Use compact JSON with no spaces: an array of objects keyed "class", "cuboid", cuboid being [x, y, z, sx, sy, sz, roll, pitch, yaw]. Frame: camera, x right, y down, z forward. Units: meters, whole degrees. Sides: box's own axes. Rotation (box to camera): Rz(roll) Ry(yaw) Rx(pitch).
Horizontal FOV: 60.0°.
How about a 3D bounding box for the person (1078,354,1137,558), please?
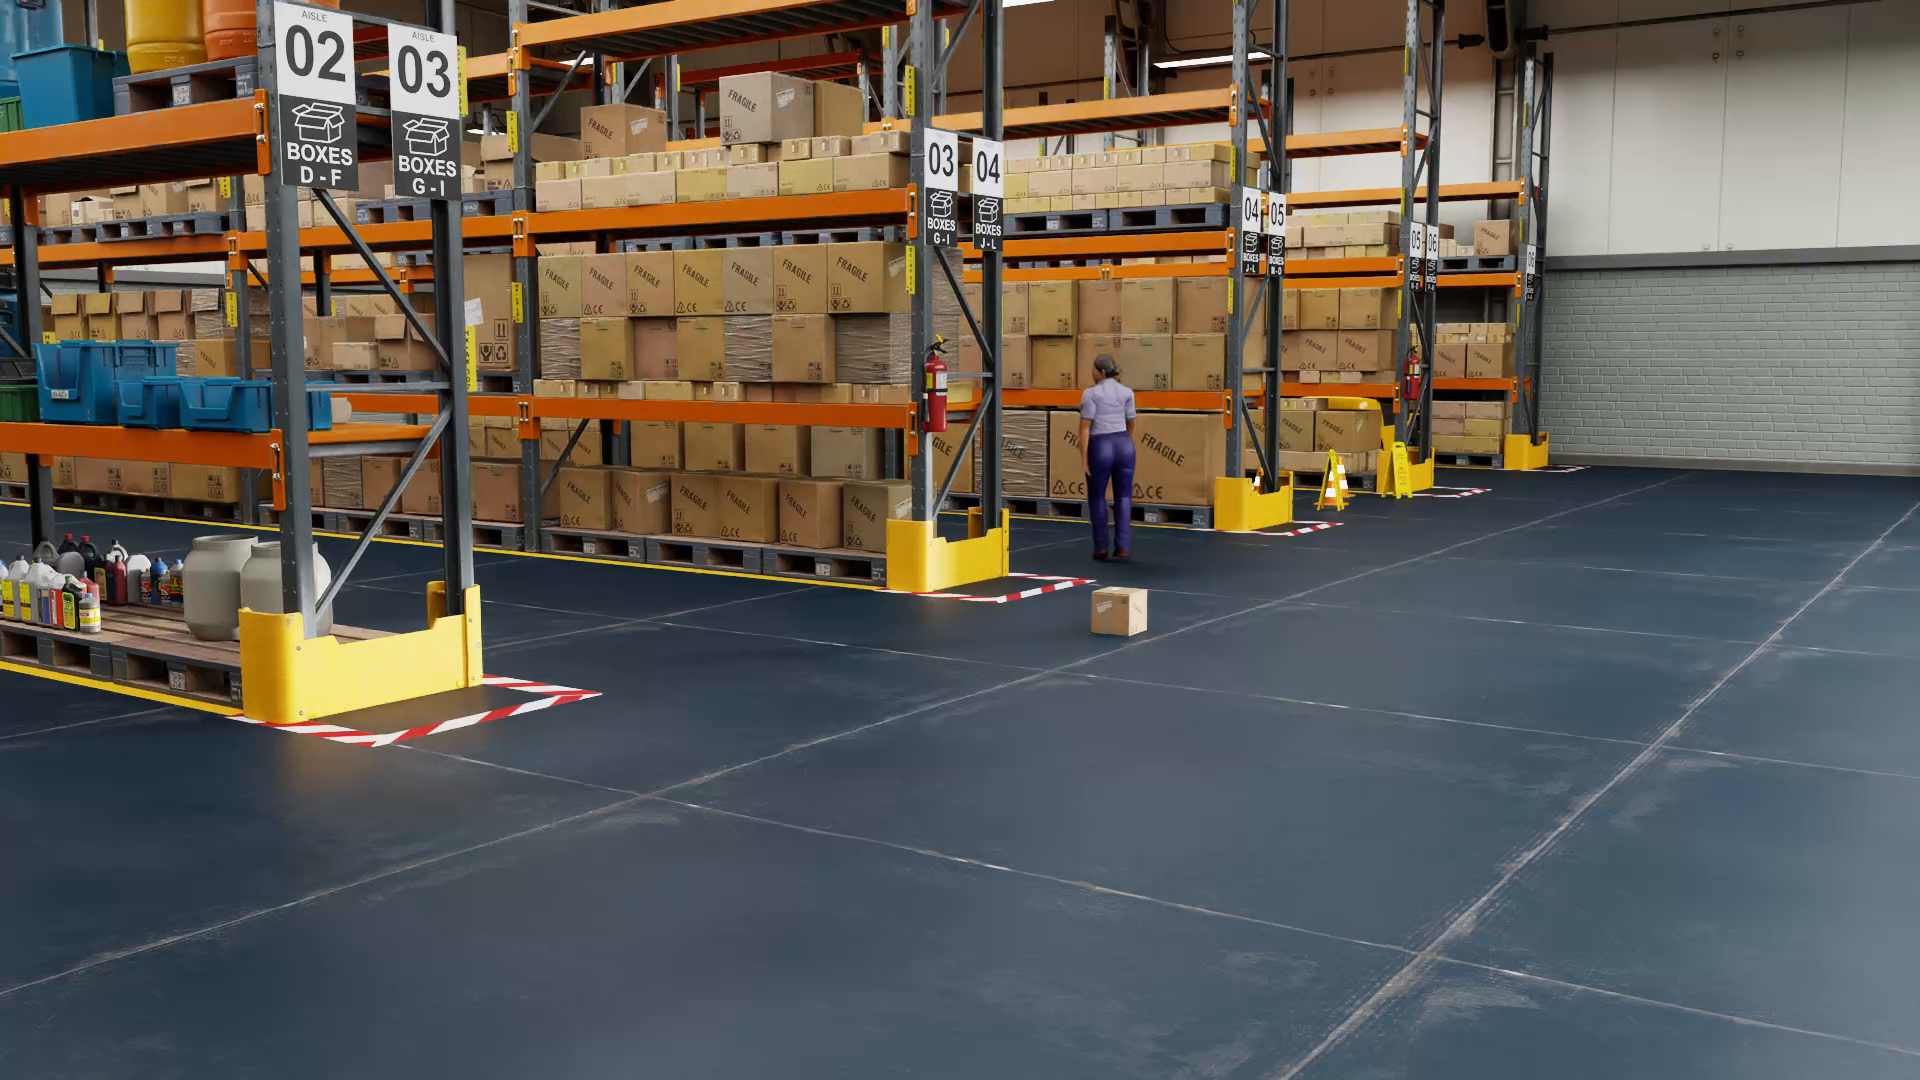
[{"class":"person","cuboid":[1.162,-0.657,13.413,0.503,1.678,0.556,-1,6,-9]}]
